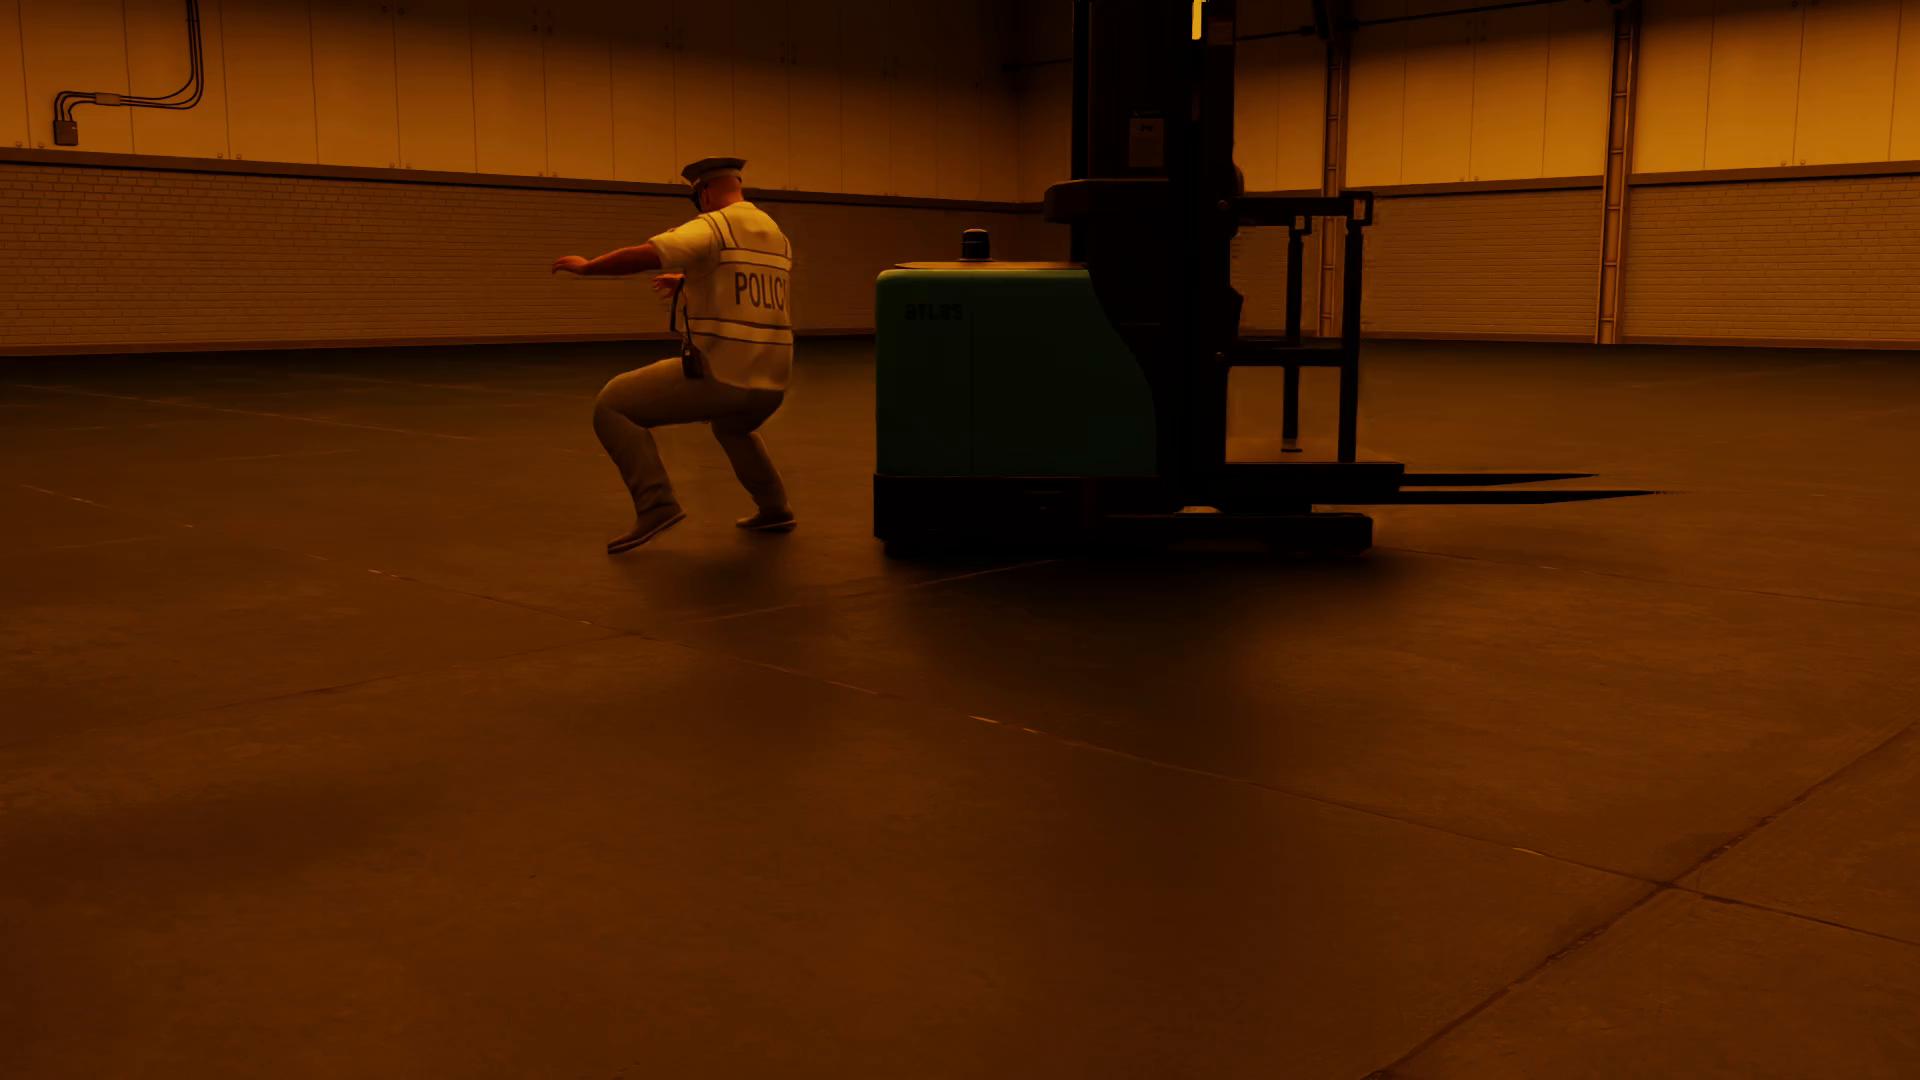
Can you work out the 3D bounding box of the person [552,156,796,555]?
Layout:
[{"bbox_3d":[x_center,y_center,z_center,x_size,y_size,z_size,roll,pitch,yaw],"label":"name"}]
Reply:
[{"bbox_3d":[-1.000,-0.722,6.526,0.769,1.526,1.009,7,11,37],"label":"person"}]

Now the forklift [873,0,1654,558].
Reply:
[{"bbox_3d":[1.179,-1.460,6.572,3.031,2.935,1.130,0,9,-1],"label":"forklift"}]
